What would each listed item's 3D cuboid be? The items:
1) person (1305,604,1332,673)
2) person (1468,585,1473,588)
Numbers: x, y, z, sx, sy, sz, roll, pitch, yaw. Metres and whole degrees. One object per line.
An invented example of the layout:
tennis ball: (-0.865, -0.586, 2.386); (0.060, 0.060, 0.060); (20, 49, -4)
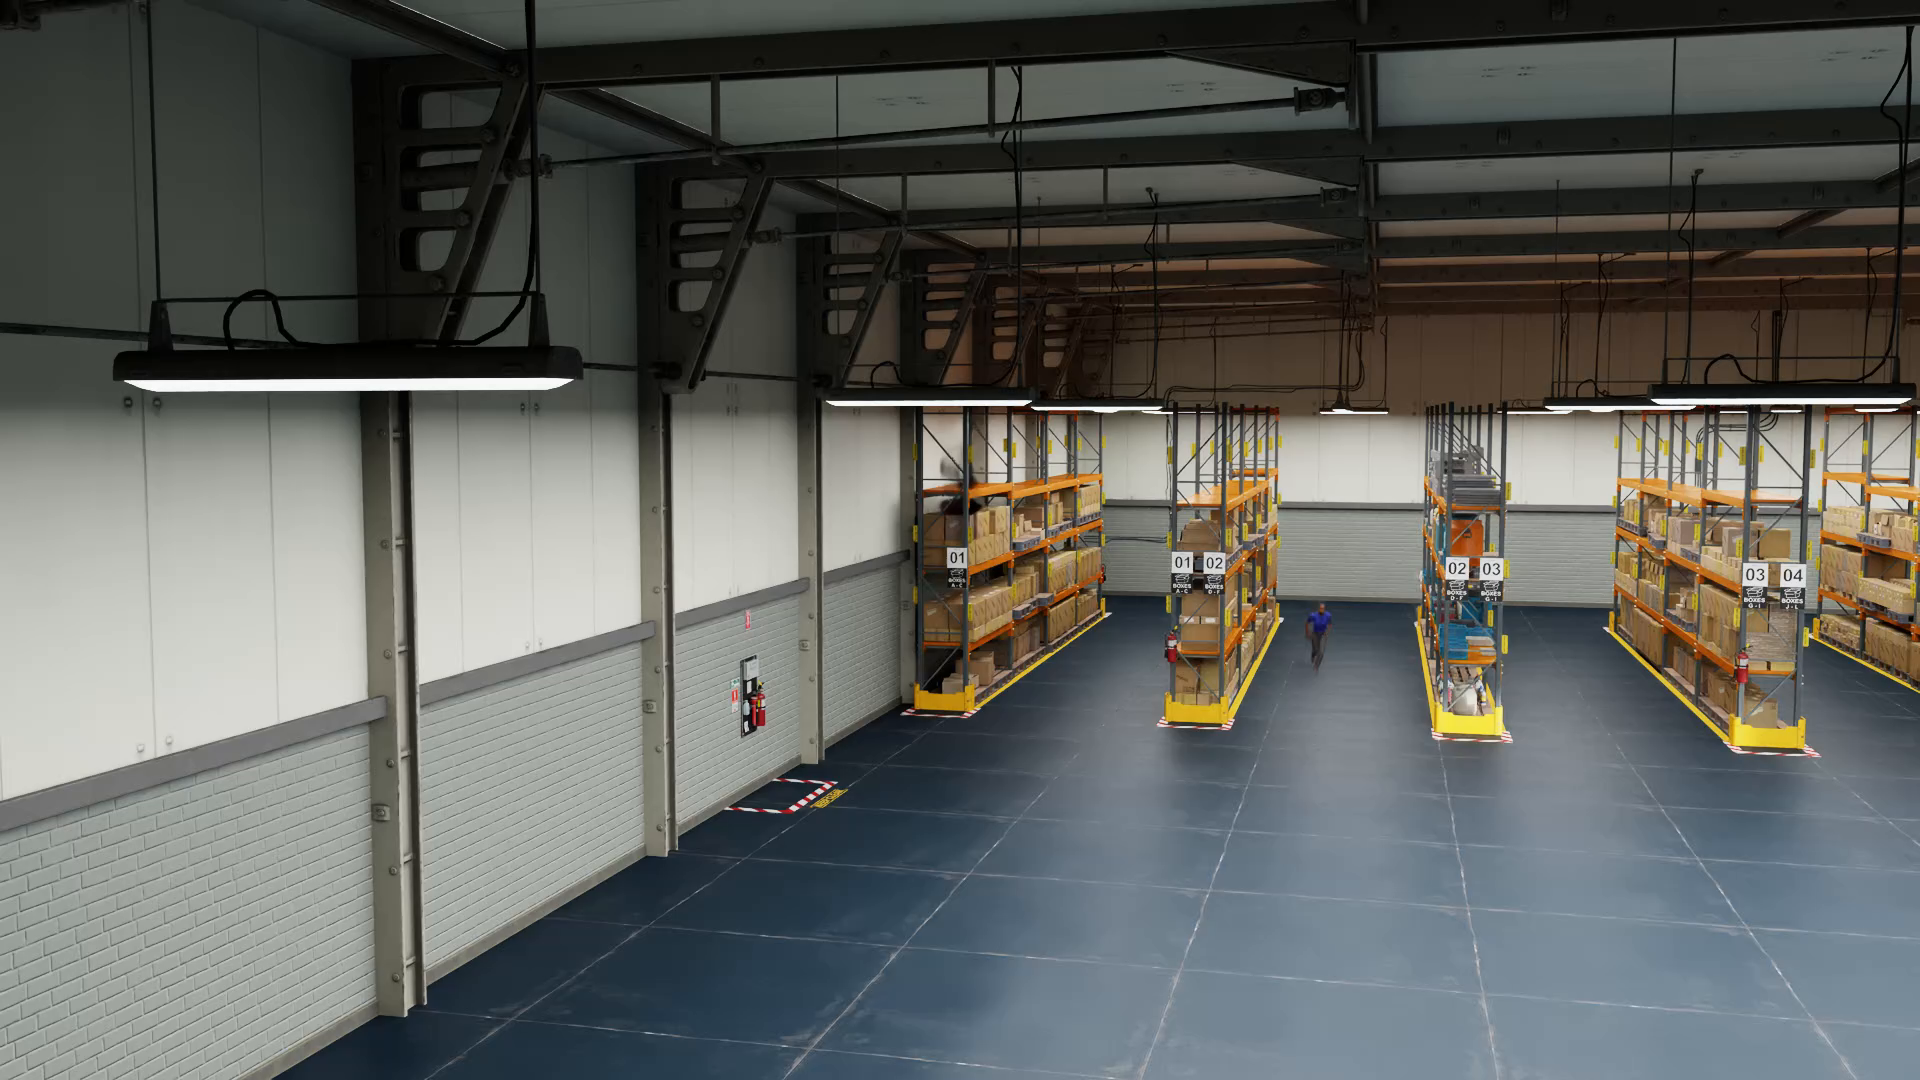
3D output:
person: (8.057, 2.196, 37.376); (0.565, 1.591, 0.705); (0, 4, -4)
person: (14.228, 1.465, 47.164); (1.004, 1.394, 0.577); (3, 5, 32)
